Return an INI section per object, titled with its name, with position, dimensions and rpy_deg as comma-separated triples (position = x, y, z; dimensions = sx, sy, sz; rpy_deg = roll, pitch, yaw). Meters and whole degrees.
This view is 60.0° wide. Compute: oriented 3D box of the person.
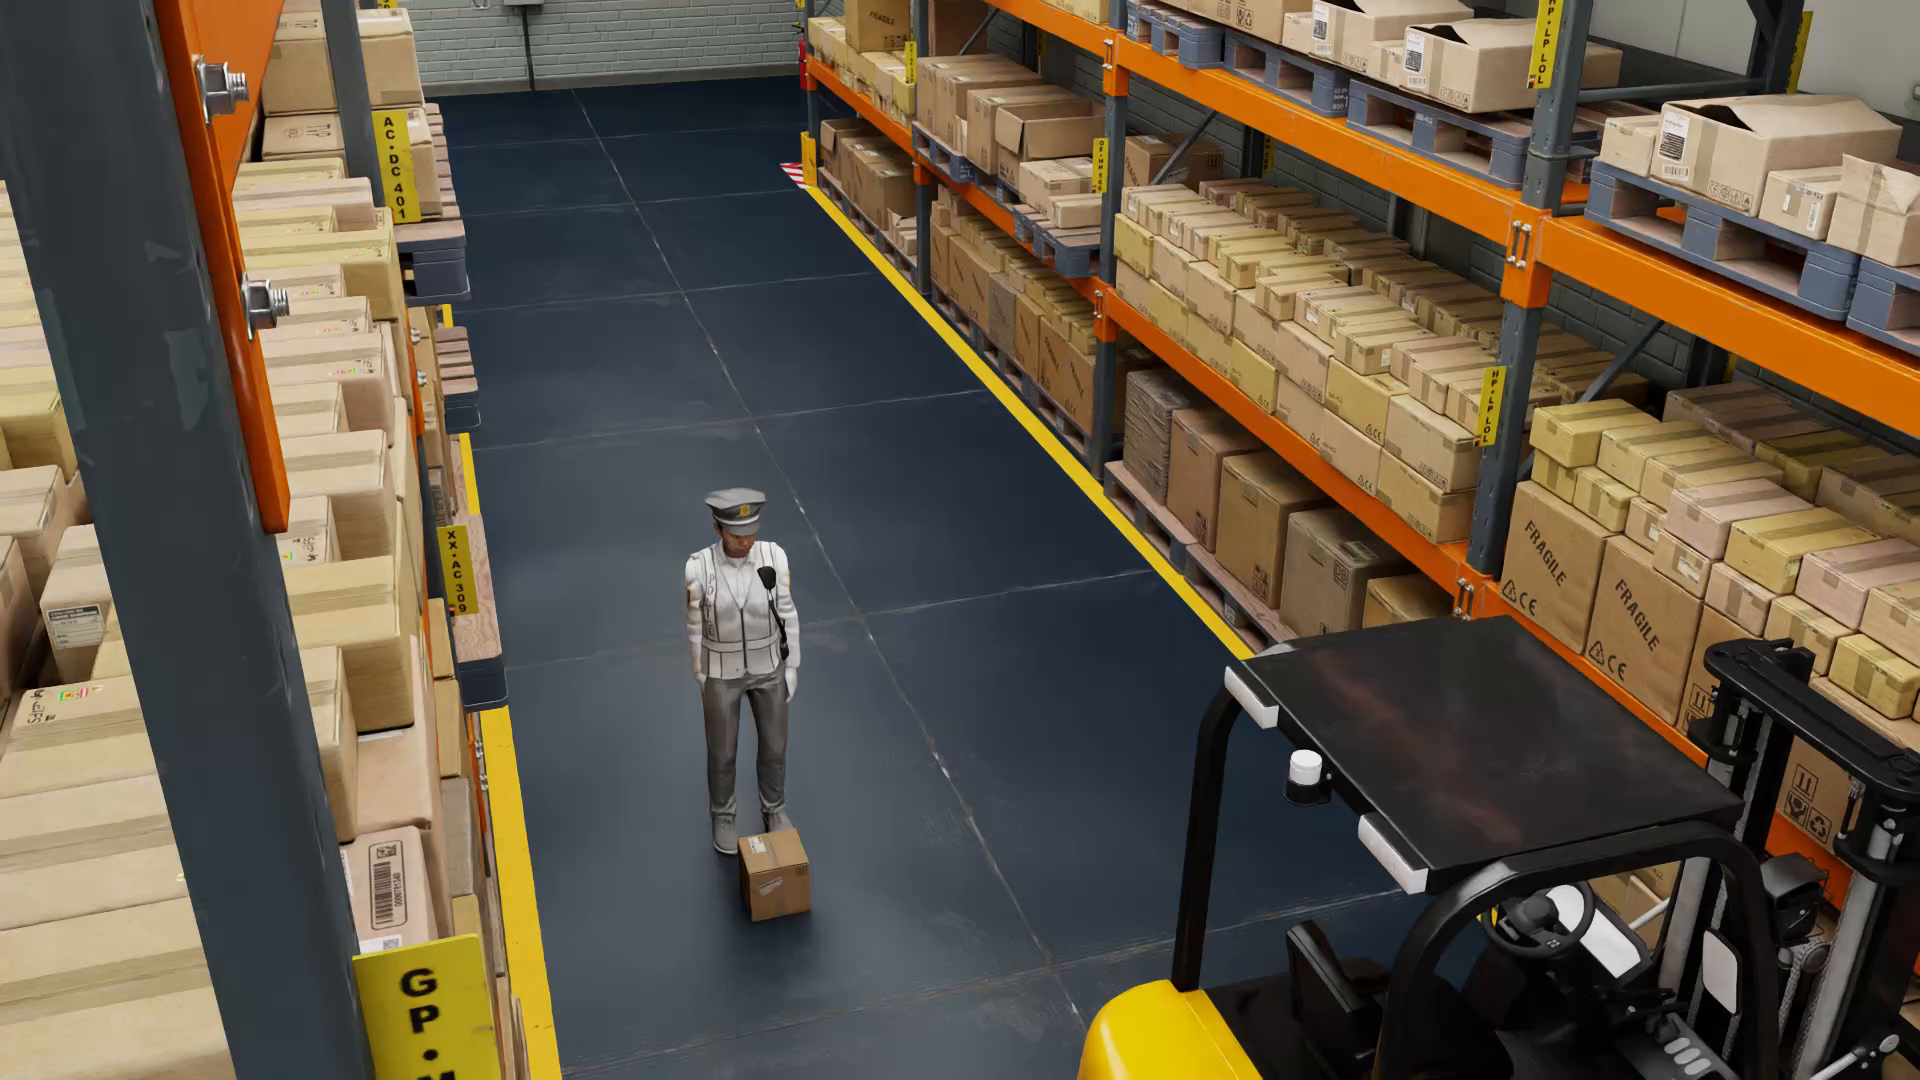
[person]
position = -0.895, 0.560, 6.996
dimensions = 0.468, 1.663, 0.329
rpy_deg = -8, 28, -15
